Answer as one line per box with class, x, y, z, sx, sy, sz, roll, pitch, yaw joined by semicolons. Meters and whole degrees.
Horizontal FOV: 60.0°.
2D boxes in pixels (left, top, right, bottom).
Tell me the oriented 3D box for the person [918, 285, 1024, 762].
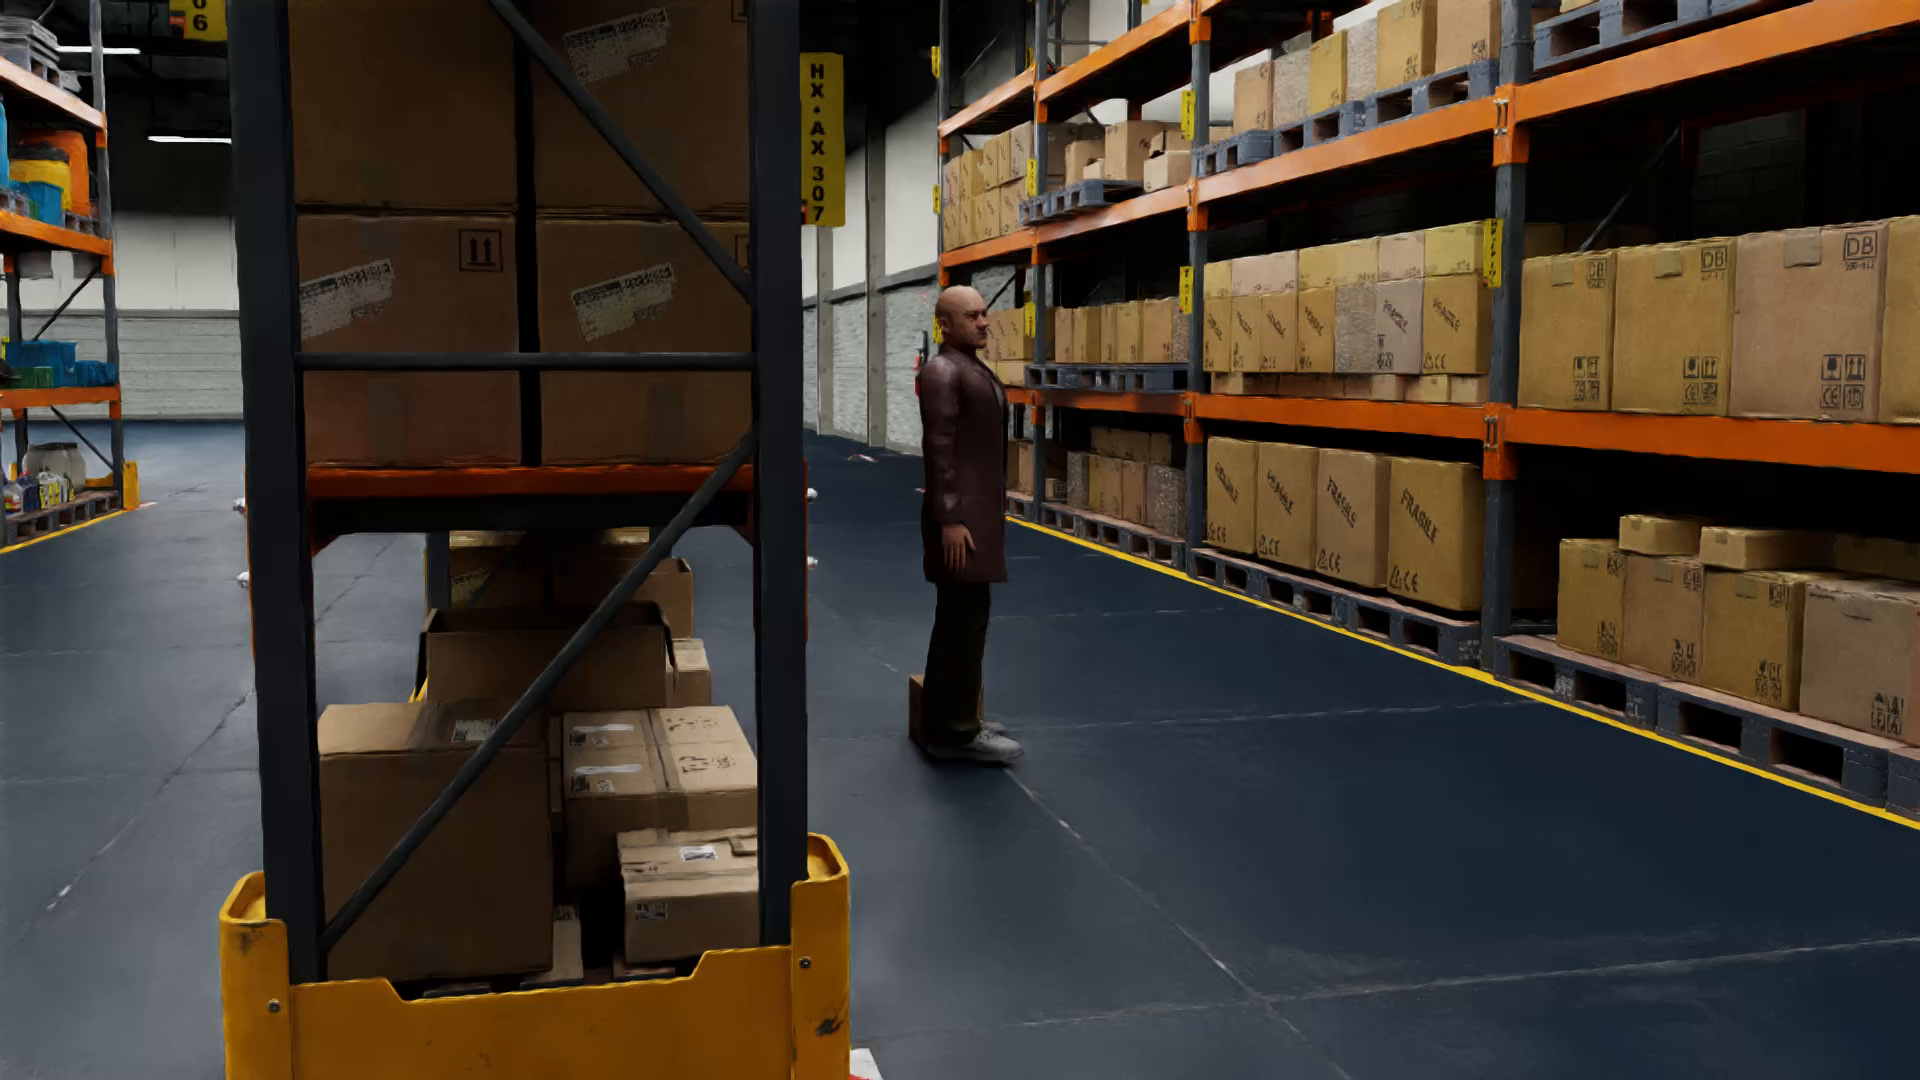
person;0.049;-0.072;6.347;0.437;1.780;0.674;1;6;9
